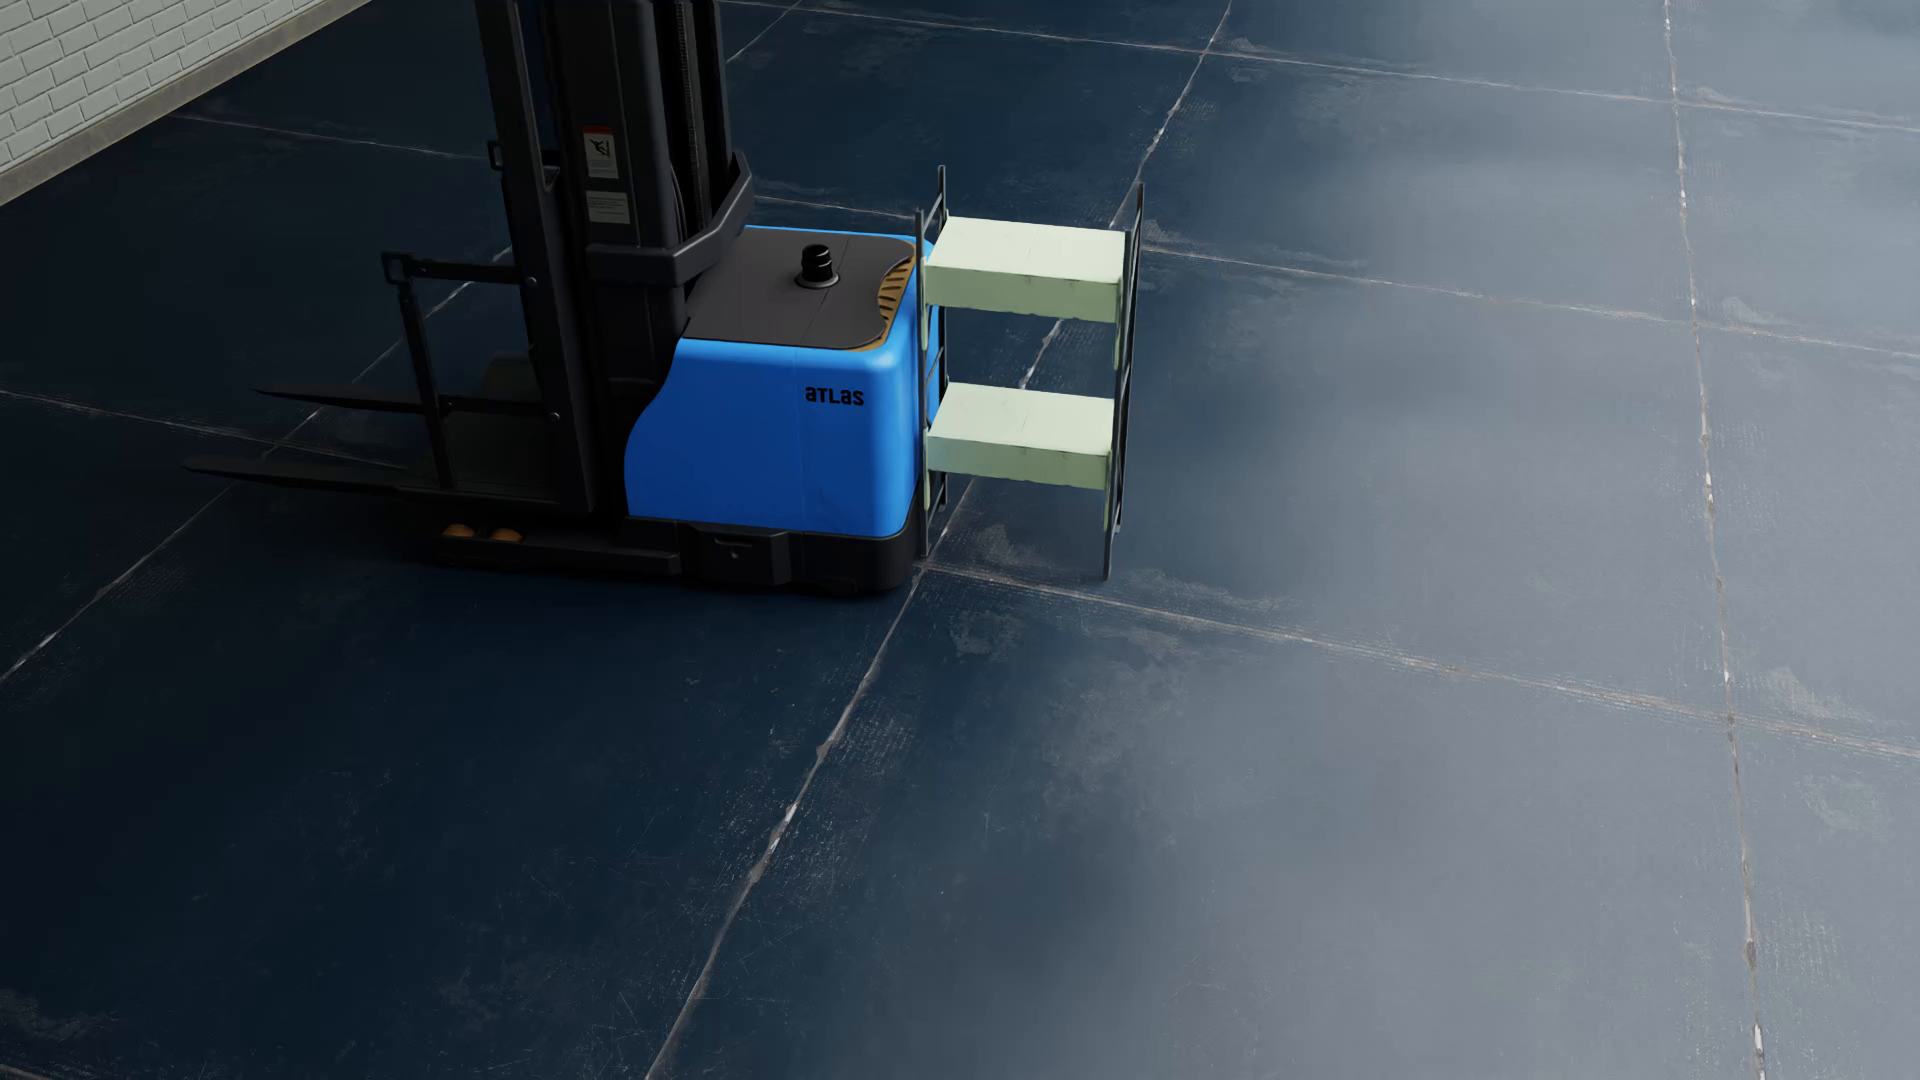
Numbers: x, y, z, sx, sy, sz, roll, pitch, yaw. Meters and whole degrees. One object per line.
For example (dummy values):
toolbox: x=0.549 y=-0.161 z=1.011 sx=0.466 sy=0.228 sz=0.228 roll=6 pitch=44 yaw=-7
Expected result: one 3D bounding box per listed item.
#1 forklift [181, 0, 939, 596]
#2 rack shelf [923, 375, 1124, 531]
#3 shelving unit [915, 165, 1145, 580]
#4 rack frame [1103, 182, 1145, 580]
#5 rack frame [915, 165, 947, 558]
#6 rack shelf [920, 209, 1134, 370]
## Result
forklift: x=-1.635 y=-1.364 z=6.130 sx=3.031 sy=2.935 sz=1.130 roll=5 pitch=37 yaw=7
rack shelf: x=0.254 y=-0.344 z=6.502 sx=0.720 sy=0.370 sz=0.431 roll=7 pitch=37 yaw=9
shelving unit: x=0.254 y=-0.606 z=6.308 sx=0.755 sy=1.500 sz=0.431 roll=7 pitch=37 yaw=9
rack frame: x=0.612 y=-0.563 z=6.249 sx=0.023 sy=1.500 sz=0.400 roll=7 pitch=37 yaw=9
rack frame: x=-0.105 y=-0.650 z=6.368 sx=0.023 sy=1.500 sz=0.400 roll=7 pitch=37 yaw=9
rack shelf: x=0.254 y=-0.921 z=6.077 sx=0.720 sy=0.370 sz=0.431 roll=7 pitch=37 yaw=9
